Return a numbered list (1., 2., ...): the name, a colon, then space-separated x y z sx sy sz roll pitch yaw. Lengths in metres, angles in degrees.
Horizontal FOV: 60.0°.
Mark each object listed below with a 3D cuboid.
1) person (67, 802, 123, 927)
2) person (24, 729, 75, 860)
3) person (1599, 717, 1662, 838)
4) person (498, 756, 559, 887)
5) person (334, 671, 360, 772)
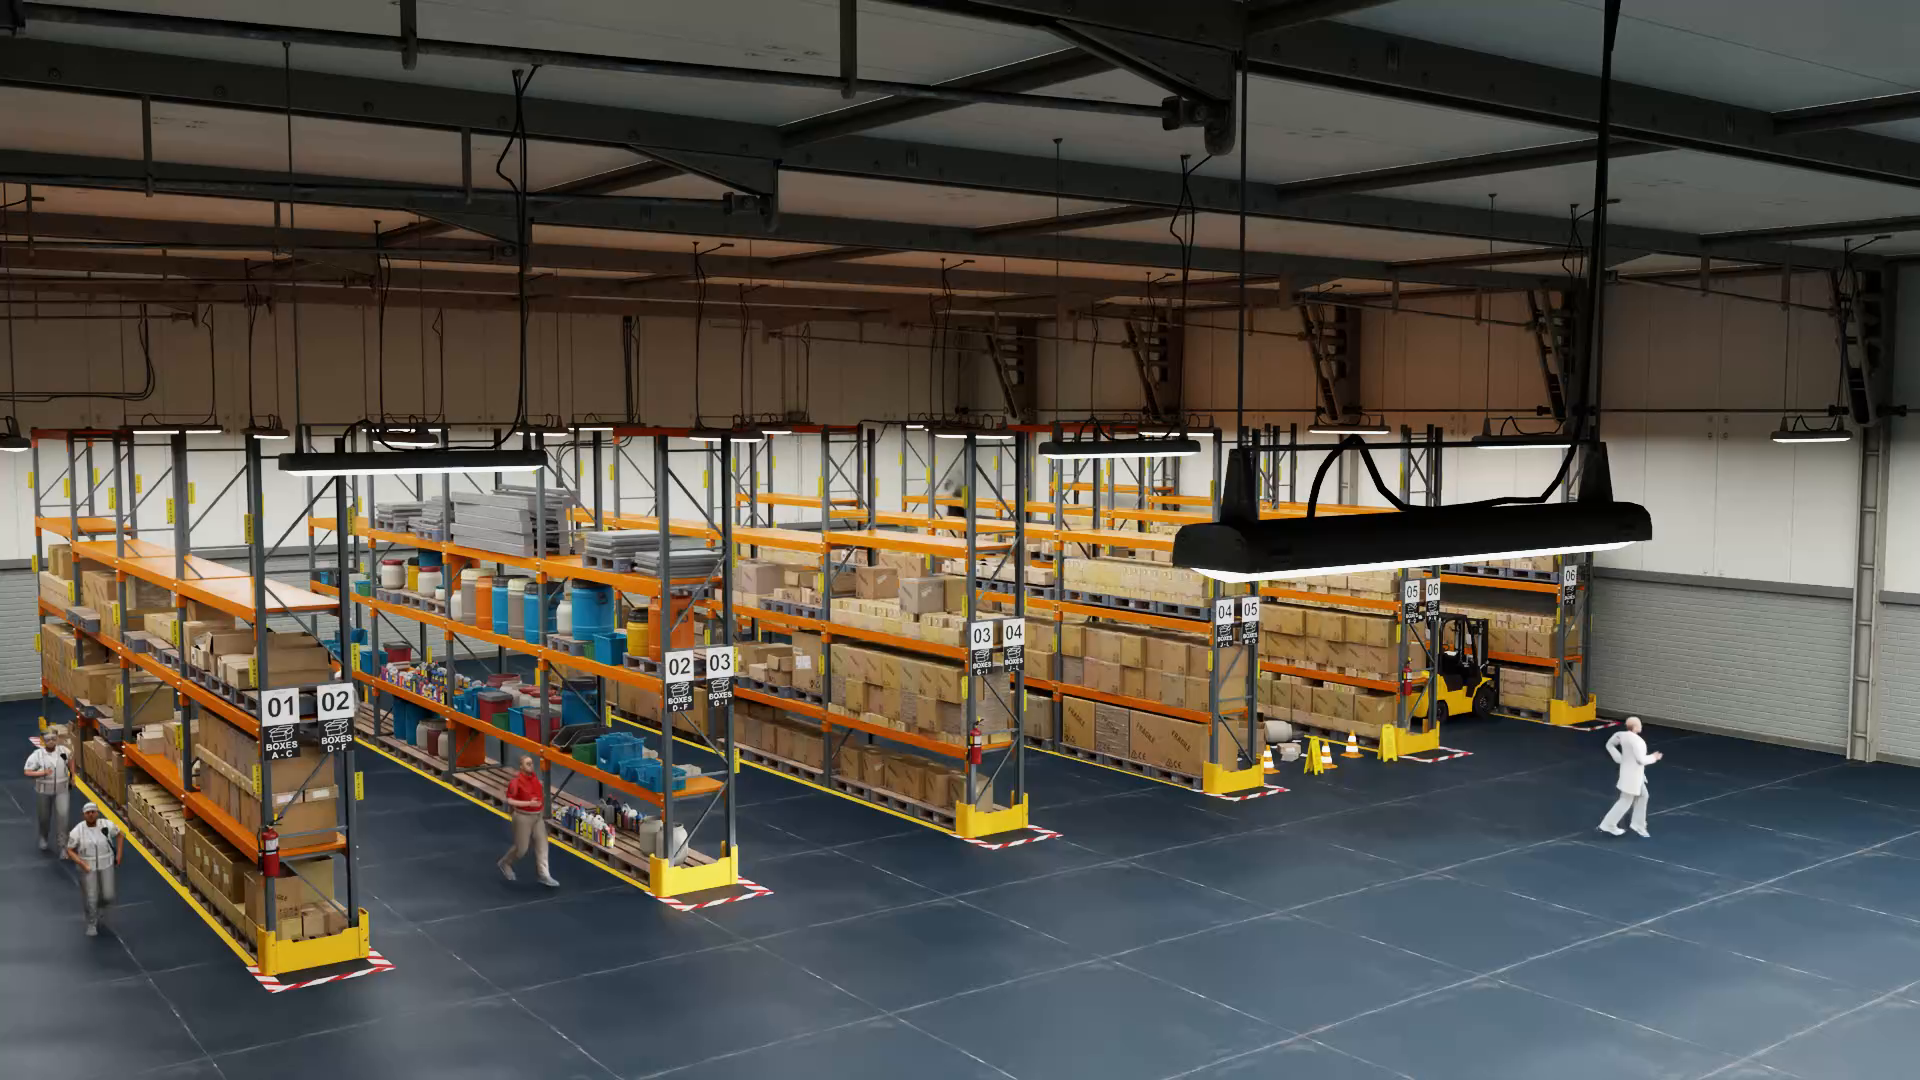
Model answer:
1. person: -10.397 3.920 20.032 0.628 1.555 0.554 -3 5 -33
2. person: -12.907 3.572 23.624 0.681 1.815 0.873 -3 6 -38
3. person: 9.879 3.525 24.516 0.868 1.851 0.687 0 4 4
4. person: -5.731 3.710 22.061 0.940 1.713 0.668 3 5 30
5. person: -10.883 3.167 29.261 0.670 1.753 0.687 -3 6 -37
